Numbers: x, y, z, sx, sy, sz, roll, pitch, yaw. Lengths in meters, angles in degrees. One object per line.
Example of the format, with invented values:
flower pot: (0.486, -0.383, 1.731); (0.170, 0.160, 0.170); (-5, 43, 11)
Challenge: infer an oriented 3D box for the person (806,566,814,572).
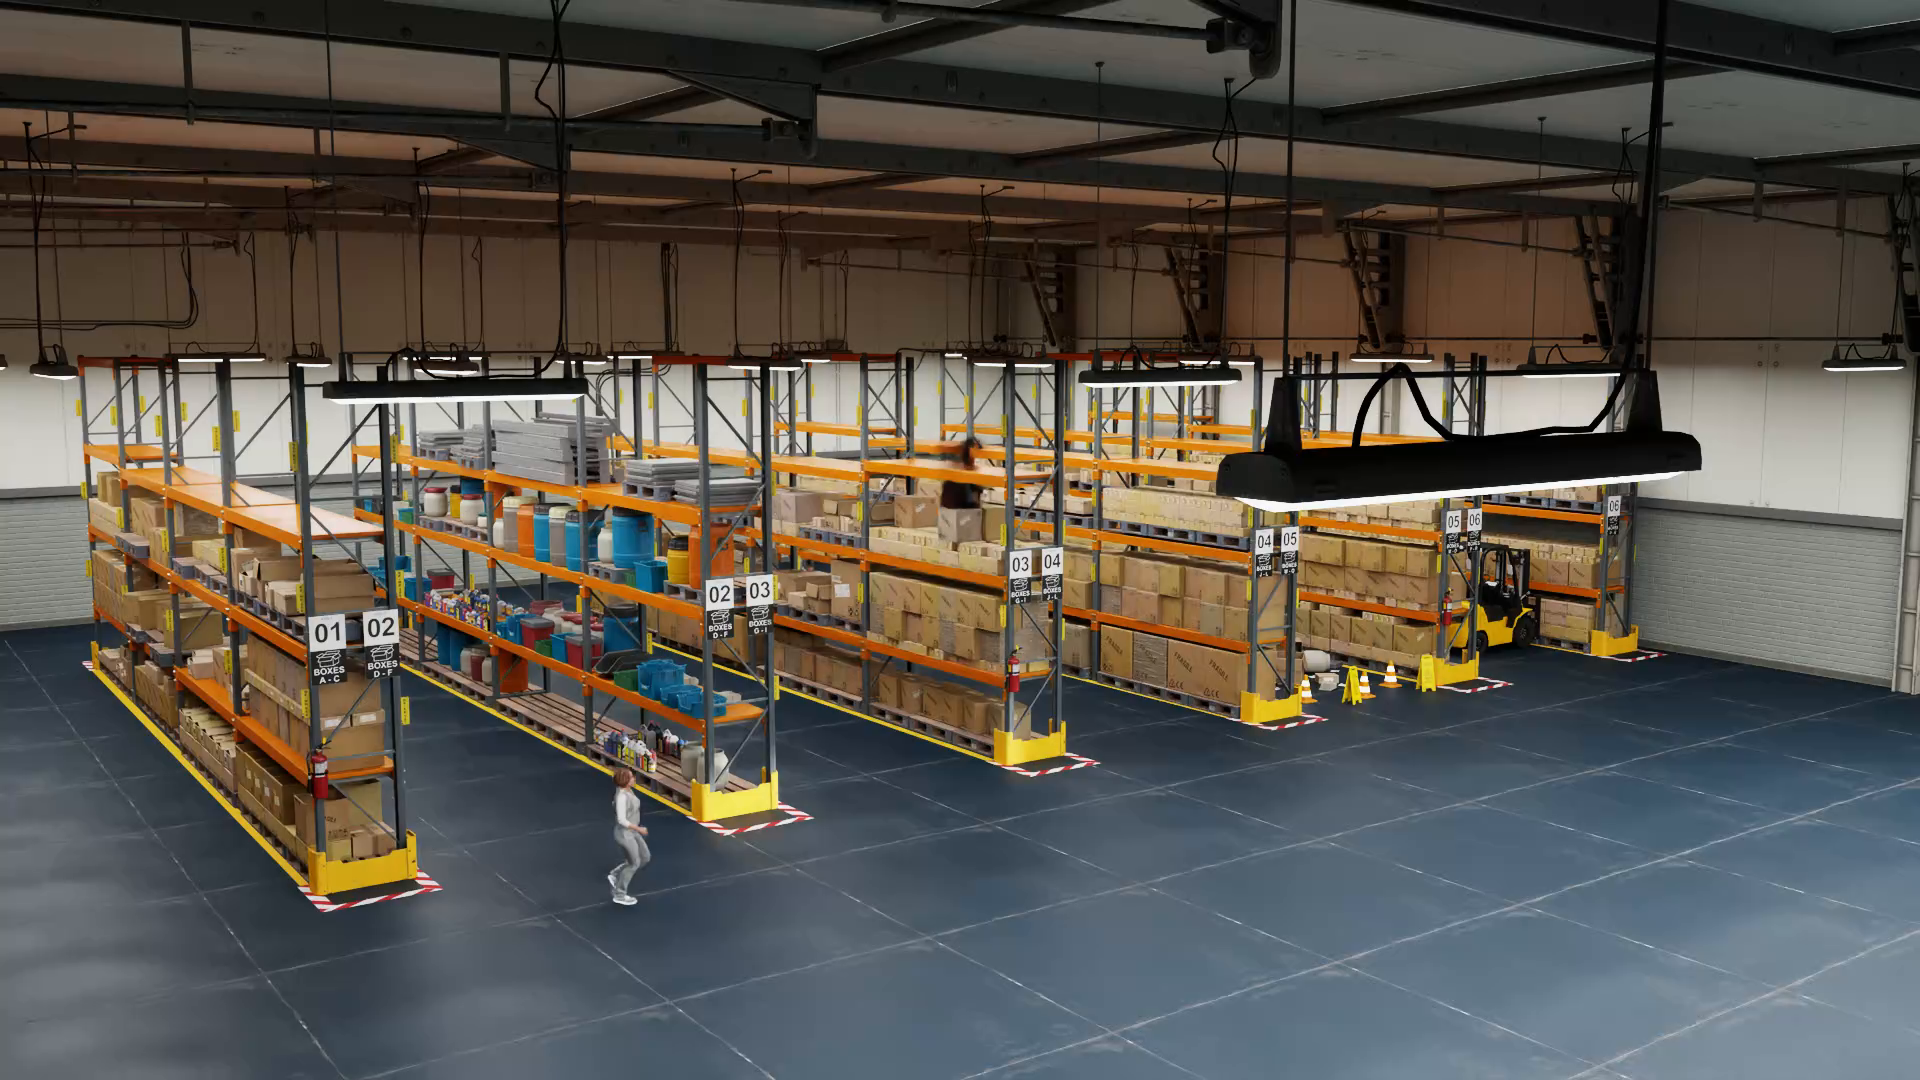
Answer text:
person: (-3.140, 1.373, 34.214); (0.584, 1.701, 0.836); (-6, 9, -43)

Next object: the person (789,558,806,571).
person: (-4.091, 0.364, 41.973); (0.958, 1.762, 0.719); (0, 7, 4)

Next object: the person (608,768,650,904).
person: (-3.720, 3.312, 18.649); (0.484, 1.562, 0.548); (-1, 7, -7)
